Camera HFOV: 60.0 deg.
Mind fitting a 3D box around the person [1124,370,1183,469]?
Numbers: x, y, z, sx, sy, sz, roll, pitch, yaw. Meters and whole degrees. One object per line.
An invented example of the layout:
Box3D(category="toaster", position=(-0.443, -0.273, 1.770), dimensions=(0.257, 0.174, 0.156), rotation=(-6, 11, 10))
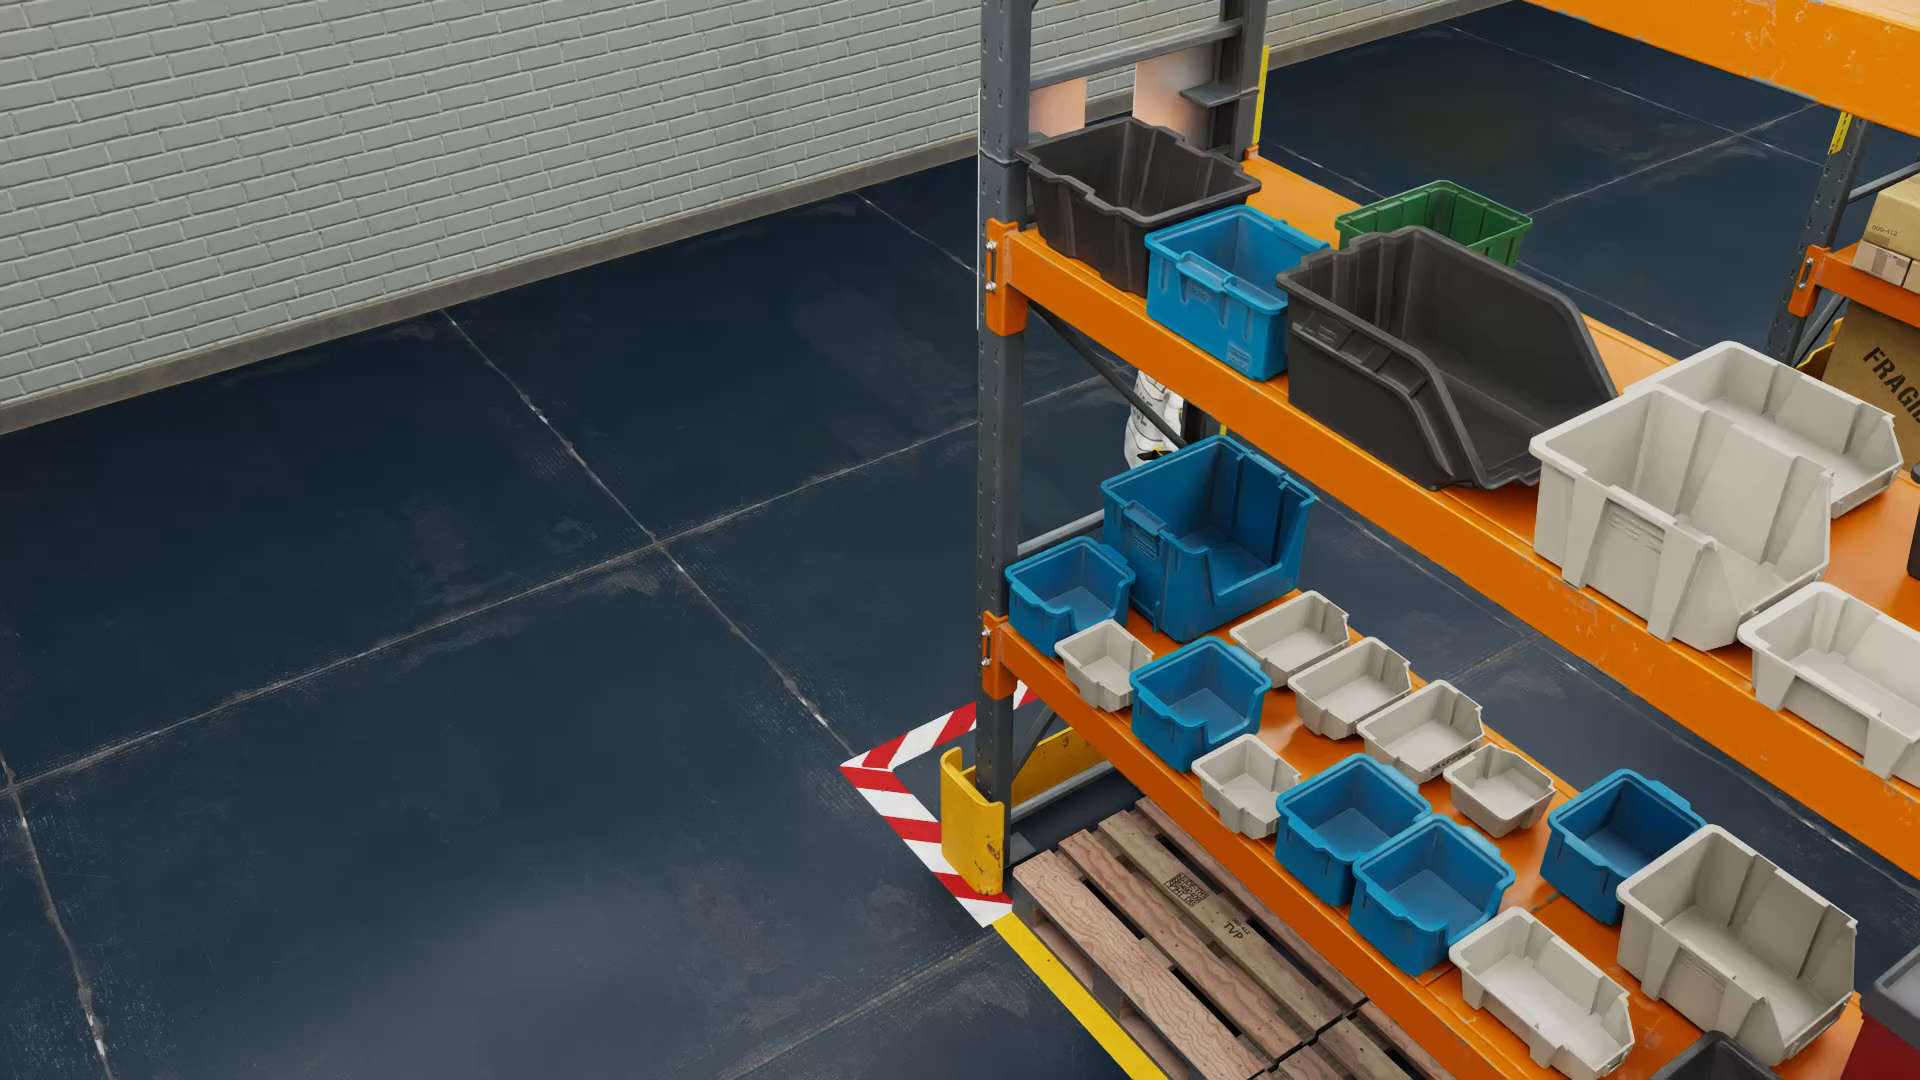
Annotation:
Box3D(category="person", position=(0.928, -0.343, 7.457), dimensions=(0.369, 1.667, 0.546), rotation=(-4, 37, -6))
